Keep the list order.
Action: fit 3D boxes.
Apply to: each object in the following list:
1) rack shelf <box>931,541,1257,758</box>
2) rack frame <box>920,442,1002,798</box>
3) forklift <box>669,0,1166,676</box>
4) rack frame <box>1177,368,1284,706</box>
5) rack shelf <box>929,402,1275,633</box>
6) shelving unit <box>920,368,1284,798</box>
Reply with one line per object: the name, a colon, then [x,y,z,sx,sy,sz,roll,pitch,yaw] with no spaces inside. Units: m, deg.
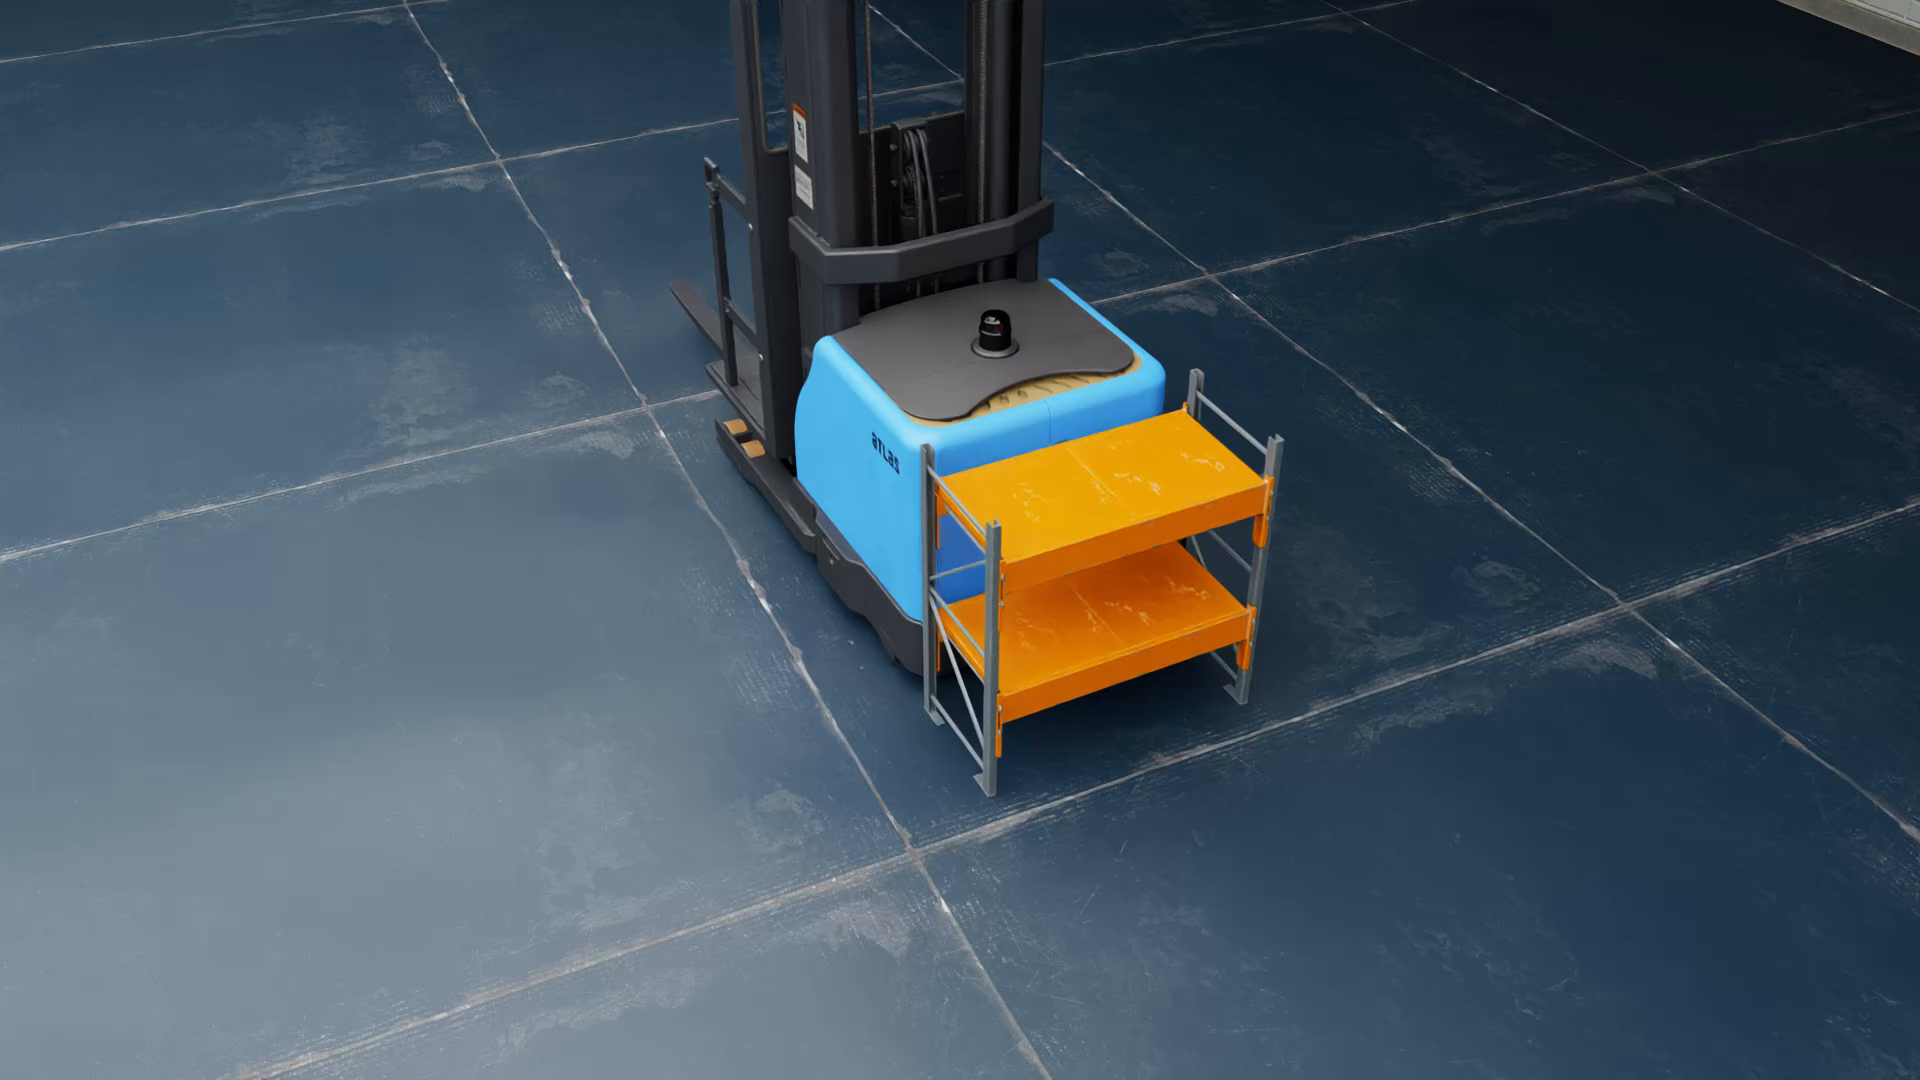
rack shelf: [0.451,0.337,5.760,1.000,0.278,0.538,-17,40,-21]
rack frame: [-0.002,0.278,5.430,0.032,1.125,0.500,-17,40,-21]
forklift: [-0.403,-1.550,6.379,1.130,2.935,3.031,-18,40,-22]
rack frame: [0.906,0.005,5.798,0.032,1.125,0.500,-17,40,-21]
rack shelf: [0.452,-0.093,5.439,1.000,0.278,0.538,-17,40,-21]
shelving unit: [0.452,0.141,5.614,1.048,1.125,0.538,-17,40,-21]
